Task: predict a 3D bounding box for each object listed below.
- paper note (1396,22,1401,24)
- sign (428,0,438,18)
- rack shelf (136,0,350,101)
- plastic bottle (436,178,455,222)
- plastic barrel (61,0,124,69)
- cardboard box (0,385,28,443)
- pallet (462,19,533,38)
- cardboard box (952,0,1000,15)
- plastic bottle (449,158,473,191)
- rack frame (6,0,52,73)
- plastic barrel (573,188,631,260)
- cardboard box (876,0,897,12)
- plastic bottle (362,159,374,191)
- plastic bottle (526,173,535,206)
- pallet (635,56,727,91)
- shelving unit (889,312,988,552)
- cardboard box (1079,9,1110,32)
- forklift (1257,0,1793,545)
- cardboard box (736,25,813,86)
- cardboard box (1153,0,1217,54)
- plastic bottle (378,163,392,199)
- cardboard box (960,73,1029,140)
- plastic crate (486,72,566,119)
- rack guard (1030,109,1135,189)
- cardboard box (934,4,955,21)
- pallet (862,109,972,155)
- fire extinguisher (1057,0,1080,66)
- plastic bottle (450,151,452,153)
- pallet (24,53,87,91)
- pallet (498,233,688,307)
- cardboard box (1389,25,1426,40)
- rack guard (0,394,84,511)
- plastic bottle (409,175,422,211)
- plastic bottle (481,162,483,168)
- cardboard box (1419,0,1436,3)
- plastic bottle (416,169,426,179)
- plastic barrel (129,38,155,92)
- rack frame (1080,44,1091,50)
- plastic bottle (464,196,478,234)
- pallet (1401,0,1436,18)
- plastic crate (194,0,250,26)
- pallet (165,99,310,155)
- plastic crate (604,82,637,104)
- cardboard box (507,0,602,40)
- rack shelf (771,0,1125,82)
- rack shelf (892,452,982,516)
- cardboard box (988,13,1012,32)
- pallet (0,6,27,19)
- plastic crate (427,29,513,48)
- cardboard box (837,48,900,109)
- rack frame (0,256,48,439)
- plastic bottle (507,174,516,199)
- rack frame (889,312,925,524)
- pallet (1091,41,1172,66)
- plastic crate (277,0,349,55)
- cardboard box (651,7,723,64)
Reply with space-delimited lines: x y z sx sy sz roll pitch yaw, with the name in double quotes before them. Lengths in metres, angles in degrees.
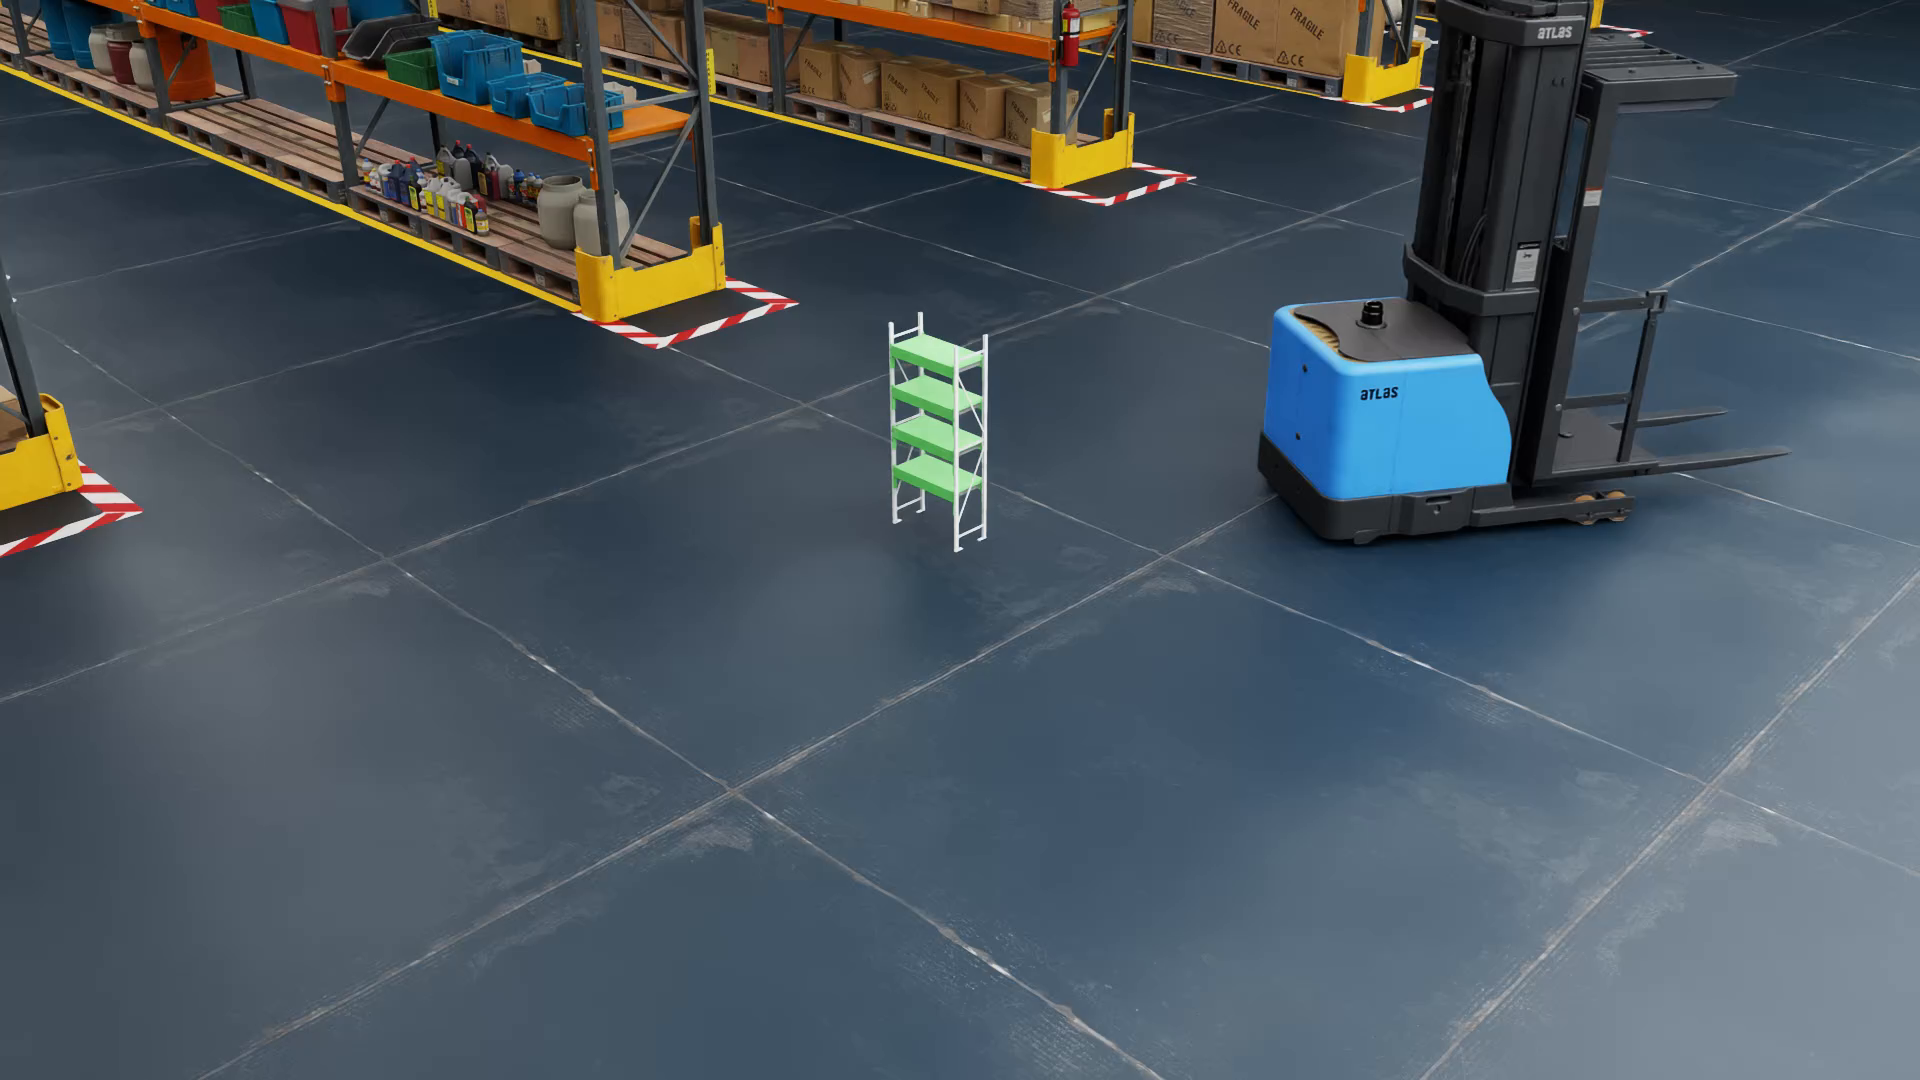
"paper note" 6.012 -7.028 22.584 0.148 0.019 0.142 12 30 22
"sign" -4.709 -4.770 14.801 0.005 0.325 0.100 25 36 38
"rack shelf" -6.529 -4.803 15.934 4.000 0.370 1.077 25 36 38
"plastic bottle" -4.248 -2.829 13.780 0.144 0.351 0.185 -24 36 -37
"plastic barrel" -9.926 -5.922 19.092 0.708 0.901 0.600 25 36 38
"cardboard box" -5.952 -0.738 9.934 0.500 0.250 0.500 25 36 38
"pallet" -5.857 -6.863 22.076 1.213 0.211 1.003 25 36 38
"cardboard box" 0.409 -5.295 15.670 0.500 0.500 0.875 25 36 38
"plastic bottle" -4.390 -3.223 14.611 0.135 0.276 0.152 25 36 38
"rack frame" -10.807 -7.079 19.489 0.127 3.000 1.000 25 36 38
"plastic barrel" -2.773 -2.437 12.884 0.421 0.512 0.421 0 28 0
"cardboard box" -0.609 -5.346 16.464 0.250 0.149 0.380 25 36 38
"plastic bottle" -5.183 -3.206 14.583 0.097 0.271 0.097 0 28 0
"plastic bottle" -3.640 -2.990 14.172 0.097 0.271 0.097 0 28 0
"pallet" -3.060 -5.530 19.539 1.213 0.211 1.003 25 36 38
"shelving unit" -0.118 -0.585 9.073 0.503 1.200 0.258 25 36 38
"cardboard box" 1.186 -4.868 15.555 0.250 0.149 0.380 25 36 38
"forklift" 3.344 -1.616 9.174 3.031 2.935 1.130 -6 28 -11
"cardboard box" -2.053 -5.408 18.525 0.500 0.500 0.700 21 34 35
"cardboard box" 2.964 -6.449 20.124 0.875 0.875 0.875 25 37 39
"plastic bottle" -4.933 -3.112 14.399 0.152 0.276 0.135 -24 36 -37
"cardboard box" 0.338 -4.279 16.400 0.500 0.500 0.500 -15 31 -27
"plastic crate" -3.276 -3.375 12.606 0.408 0.251 0.499 25 36 38
"rack guard" 1.168 -3.725 15.798 0.348 0.500 1.175 25 36 38
"cardboard box" -0.029 -5.123 16.039 0.250 0.149 0.380 25 36 38
"pallet" -0.252 -4.272 17.148 1.213 0.211 1.003 25 36 38
"fire extinguisher" 0.981 -4.582 14.825 0.183 0.674 0.296 25 36 38
"plastic bottle" -4.528 -3.413 14.964 0.061 0.283 0.133 -23 36 -37
"pallet" -10.286 -5.579 19.633 1.213 0.211 1.003 25 36 38
"pallet" -2.913 -2.205 13.217 1.213 0.211 1.003 25 36 38
"cardboard box" 5.820 -6.591 21.625 0.380 0.149 0.250 -7 29 -14
"rack guard" -5.709 -0.406 9.486 0.348 0.500 1.175 25 36 38
"plastic bottle" -4.595 -2.931 14.046 0.061 0.283 0.133 -23 36 -37
"plastic bottle" -4.159 -3.244 14.643 0.061 0.283 0.133 -22 35 -36
"cardboard box" 6.664 -7.580 22.945 0.500 0.250 0.500 23 35 37
"plastic bottle" -4.630 -3.047 14.281 0.097 0.271 0.097 0 28 0
"plastic barrel" -8.781 -5.167 18.075 0.421 0.512 0.421 0 28 0
"rack frame" 1.919 -7.725 20.719 0.127 3.000 1.000 25 36 38
"plastic bottle" -3.963 -2.642 13.497 0.061 0.283 0.133 -24 36 -38
"pallet" 6.696 -7.561 23.403 1.213 0.211 1.003 25 36 38
"plastic crate" -7.017 -5.173 15.796 0.583 0.464 0.402 25 36 38
"pallet" -7.430 -4.274 17.151 1.213 0.211 1.003 25 36 38
"plastic crate" -2.663 -3.445 12.863 0.250 0.136 0.298 25 36 38
"cardboard box" -4.960 -6.895 20.971 0.875 0.875 1.225 23 35 36
"rack shelf" -0.204 -5.141 16.577 4.000 0.370 1.077 25 36 38
"rack shelf" -0.118 -0.316 9.215 0.480 0.148 0.258 25 36 38
"cardboard box" 0.482 -4.867 15.552 0.250 0.149 0.380 25 36 38
"pallet" -13.099 -6.868 22.084 1.213 0.211 1.003 25 36 38
"plastic crate" -4.123 -4.132 14.044 0.616 0.251 0.499 25 36 38
"cardboard box" -0.959 -4.863 17.511 0.500 0.500 0.500 -13 31 -24
"rack frame" -5.726 -1.521 8.919 0.127 3.000 1.000 25 36 38
"plastic bottle" -3.858 -3.058 14.377 0.097 0.201 0.097 0 28 0
"rack frame" -0.292 -0.665 9.225 0.015 1.200 0.240 25 36 38
"pallet" 2.407 -6.217 20.846 1.213 0.211 1.003 25 36 38
"plastic crate" -5.662 -4.553 14.617 0.583 0.464 0.402 25 36 38
"cardboard box" -3.177 -5.934 19.526 0.700 0.500 0.500 -22 35 -35
